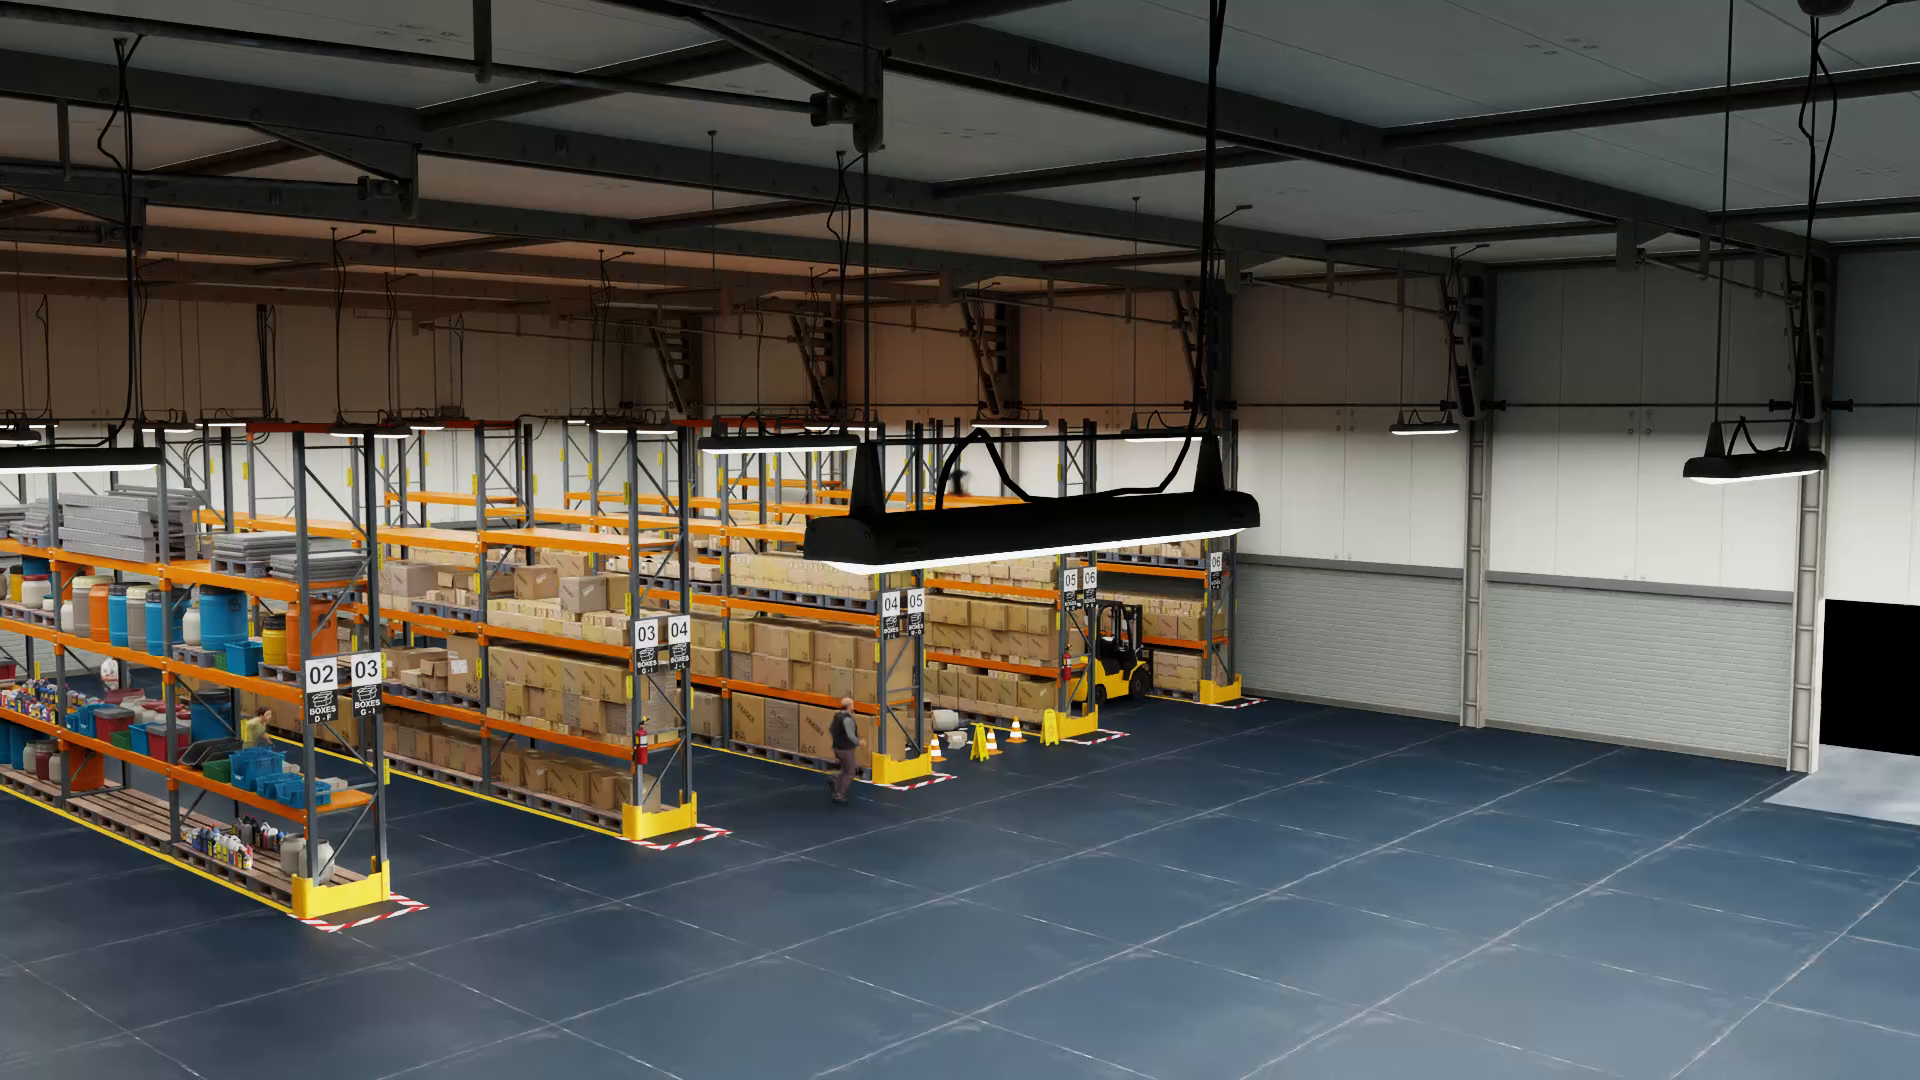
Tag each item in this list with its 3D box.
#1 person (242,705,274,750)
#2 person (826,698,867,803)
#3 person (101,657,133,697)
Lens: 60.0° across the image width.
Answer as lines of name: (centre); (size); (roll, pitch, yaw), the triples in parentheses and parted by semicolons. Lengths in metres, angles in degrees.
person: (-11.496, 3.405, 26.874); (0.817, 1.495, 0.601); (1, 5, 13)
person: (-1.797, 3.335, 26.495); (0.618, 1.669, 0.641); (-2, 5, -24)
person: (-15.992, 2.878, 31.539); (0.875, 1.844, 0.613); (4, 6, 38)
